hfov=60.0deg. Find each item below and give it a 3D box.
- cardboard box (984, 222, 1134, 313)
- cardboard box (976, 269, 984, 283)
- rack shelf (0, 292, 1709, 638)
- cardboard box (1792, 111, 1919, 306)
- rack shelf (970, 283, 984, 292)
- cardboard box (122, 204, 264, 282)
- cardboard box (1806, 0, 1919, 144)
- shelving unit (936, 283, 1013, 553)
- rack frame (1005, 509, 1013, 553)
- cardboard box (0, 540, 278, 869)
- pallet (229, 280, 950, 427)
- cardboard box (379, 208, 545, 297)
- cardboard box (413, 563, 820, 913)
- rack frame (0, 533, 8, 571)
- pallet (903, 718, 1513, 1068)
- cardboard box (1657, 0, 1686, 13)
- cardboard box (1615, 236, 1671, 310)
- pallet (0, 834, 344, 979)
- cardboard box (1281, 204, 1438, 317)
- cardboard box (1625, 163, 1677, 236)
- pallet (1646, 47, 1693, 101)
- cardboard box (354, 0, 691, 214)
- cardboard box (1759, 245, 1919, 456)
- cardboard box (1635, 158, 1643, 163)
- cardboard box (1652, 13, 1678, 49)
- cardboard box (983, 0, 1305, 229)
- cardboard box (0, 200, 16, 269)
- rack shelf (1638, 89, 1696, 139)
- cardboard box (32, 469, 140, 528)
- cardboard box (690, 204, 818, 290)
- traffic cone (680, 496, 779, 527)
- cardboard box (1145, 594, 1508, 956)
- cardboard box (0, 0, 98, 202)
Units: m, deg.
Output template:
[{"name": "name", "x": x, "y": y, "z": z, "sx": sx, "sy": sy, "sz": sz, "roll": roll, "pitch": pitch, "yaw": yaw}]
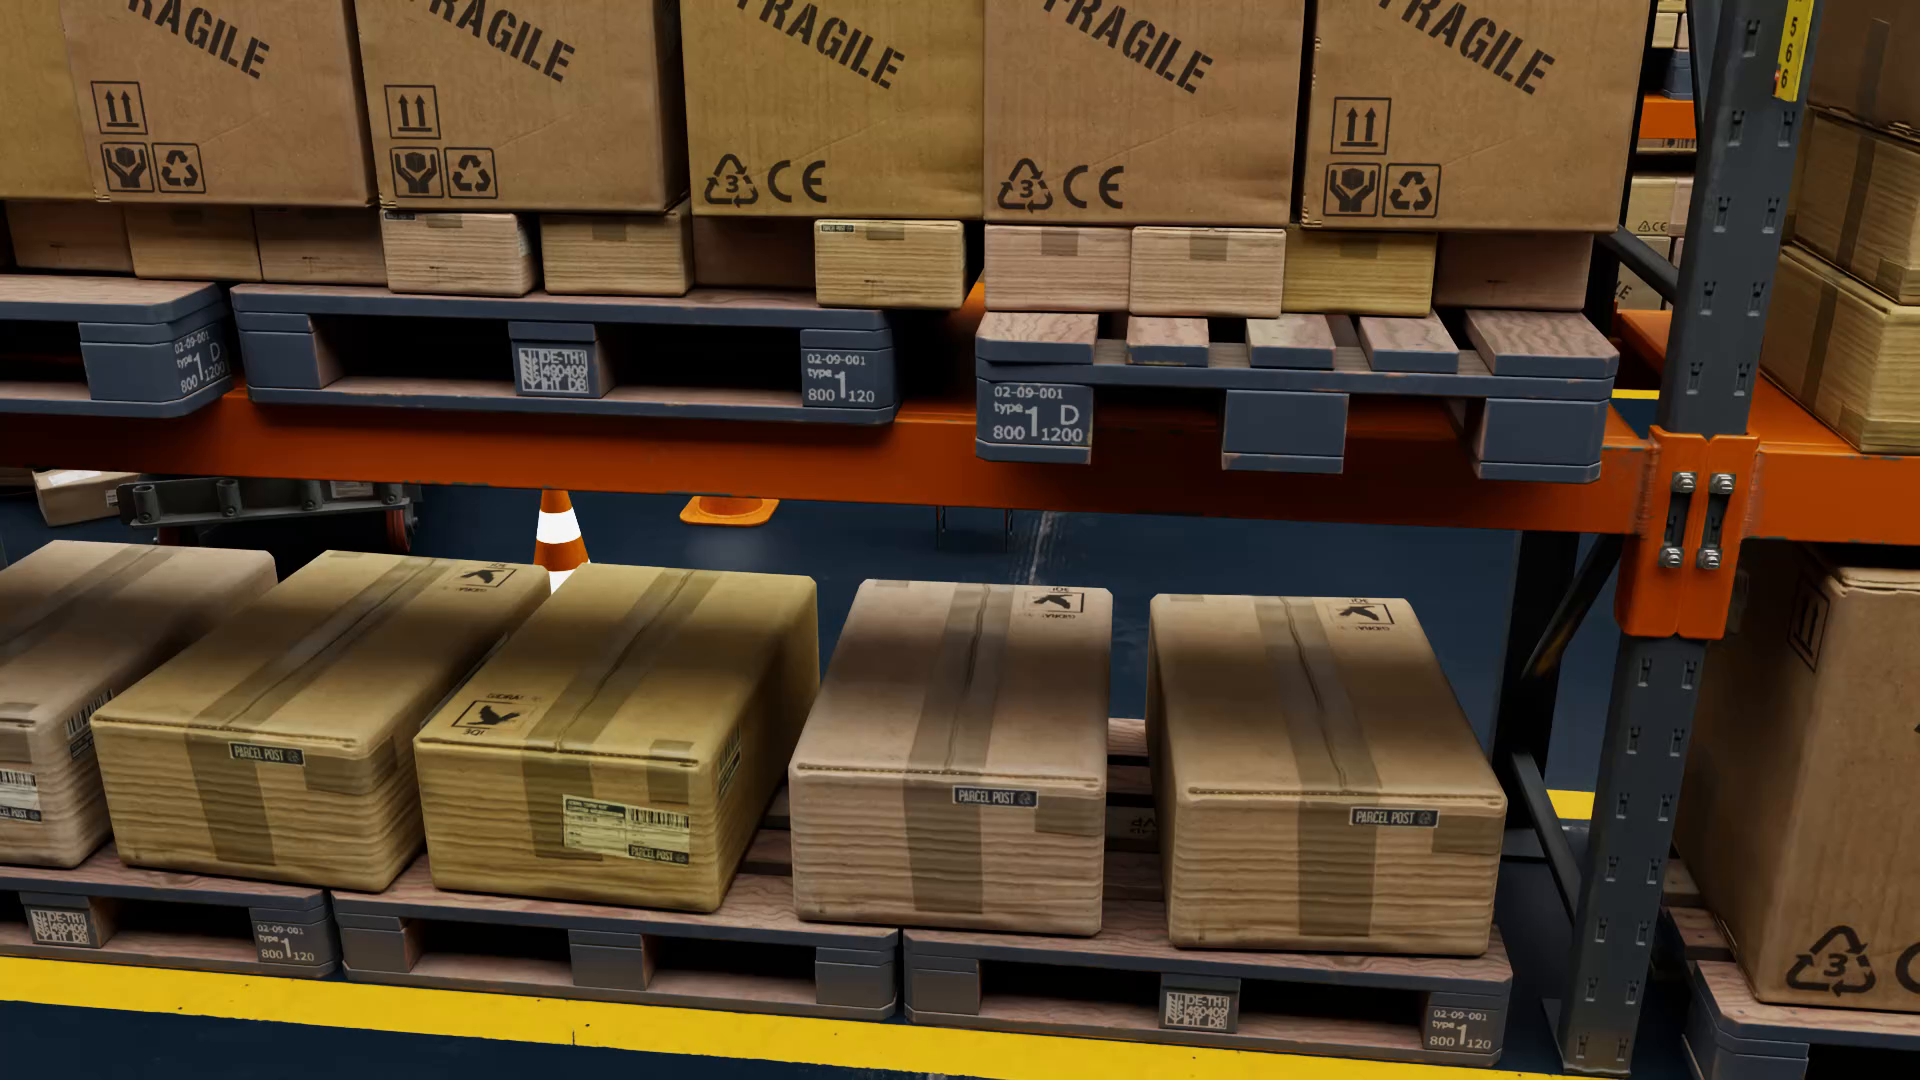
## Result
[{"name": "cardboard box", "x": 0.179, "y": -0.522, "z": 2.951, "sx": 0.250, "sy": 0.149, "sz": 0.380, "roll": 1, "pitch": 22, "yaw": 4}, {"name": "cardboard box", "x": 0.331, "y": -1.578, "z": 8.341, "sx": 0.750, "sy": 0.750, "sz": 1.050, "roll": 3, "pitch": 22, "yaw": 7}, {"name": "rack shelf", "x": -0.675, "y": -0.274, "z": 3.531, "sx": 4.000, "sy": 0.370, "sz": 1.077, "roll": 2, "pitch": 22, "yaw": 6}, {"name": "cardboard box", "x": 1.785, "y": -0.573, "z": 2.832, "sx": 0.500, "sy": 0.250, "sz": 0.500, "roll": 2, "pitch": 22, "yaw": 6}, {"name": "rack shelf", "x": 0.053, "y": -0.740, "z": 5.641, "sx": 0.240, "sy": 0.259, "sz": 0.215, "roll": 2, "pitch": 22, "yaw": 6}, {"name": "cardboard box", "x": -1.362, "y": -0.609, "z": 3.172, "sx": 0.250, "sy": 0.149, "sz": 0.380, "roll": 3, "pitch": 22, "yaw": 7}, {"name": "cardboard box", "x": 1.772, "y": -0.923, "z": 2.698, "sx": 0.500, "sy": 0.500, "sz": 0.500, "roll": 2, "pitch": 22, "yaw": 5}, {"name": "shelving unit", "x": 0.053, "y": -0.486, "z": 5.741, "sx": 0.252, "sy": 1.050, "sz": 0.215, "roll": 2, "pitch": 22, "yaw": 6}, {"name": "rack frame", "x": 0.174, "y": -0.481, "z": 5.728, "sx": 0.008, "sy": 1.050, "sz": 0.200, "roll": 2, "pitch": 22, "yaw": 6}, {"name": "cardboard box", "x": -2.140, "y": 0.354, "z": 3.969, "sx": 0.625, "sy": 0.372, "sz": 0.950, "roll": 3, "pitch": 22, "yaw": 7}, {"name": "pallet", "x": -0.660, "y": -0.503, "z": 3.394, "sx": 1.213, "sy": 0.211, "sz": 1.003, "roll": 2, "pitch": 22, "yaw": 6}, {"name": "cardboard box", "x": -0.858, "y": -0.568, "z": 3.066, "sx": 0.250, "sy": 0.149, "sz": 0.380, "roll": 3, "pitch": 22, "yaw": 8}, {"name": "cardboard box", "x": -0.735, "y": 0.413, "z": 3.819, "sx": 0.625, "sy": 0.372, "sz": 0.950, "roll": 3, "pitch": 22, "yaw": 8}, {"name": "rack frame", "x": -2.661, "y": -0.695, "z": 3.618, "sx": 0.127, "sy": 3.000, "sz": 1.000, "roll": 2, "pitch": 22, "yaw": 6}, {"name": "pallet", "x": 0.535, "y": 0.740, "z": 3.780, "sx": 1.213, "sy": 0.211, "sz": 1.003, "roll": 2, "pitch": 22, "yaw": 6}, {"name": "cardboard box", "x": 3.035, "y": -2.424, "z": 7.357, "sx": 0.250, "sy": 0.149, "sz": 0.380, "roll": 3, "pitch": 22, "yaw": 7}, {"name": "cardboard box", "x": 2.965, "y": -1.222, "z": 7.780, "sx": 0.500, "sy": 0.500, "sz": 0.500, "roll": 3, "pitch": 22, "yaw": 7}, {"name": "pallet", "x": -1.888, "y": 0.635, "z": 4.047, "sx": 1.213, "sy": 0.211, "sz": 1.003, "roll": 2, "pitch": 22, "yaw": 6}, {"name": "cardboard box", "x": 0.683, "y": -0.514, "z": 2.930, "sx": 0.250, "sy": 0.149, "sz": 0.380, "roll": 3, "pitch": 22, "yaw": 7}, {"name": "cardboard box", "x": 2.953, "y": -1.575, "z": 7.653, "sx": 0.500, "sy": 0.250, "sz": 0.500, "roll": 2, "pitch": 22, "yaw": 6}, {"name": "pallet", "x": 3.764, "y": -2.174, "z": 7.619, "sx": 1.213, "sy": 0.211, "sz": 1.003, "roll": 2, "pitch": 22, "yaw": 6}, {"name": "cardboard box", "x": -0.731, "y": -0.884, "z": 2.984, "sx": 0.500, "sy": 0.500, "sz": 0.500, "roll": 2, "pitch": 22, "yaw": 4}, {"name": "cardboard box", "x": 1.767, "y": -0.339, "z": 2.922, "sx": 0.500, "sy": 0.250, "sz": 0.500, "roll": 2, "pitch": 22, "yaw": 5}, {"name": "cardboard box", "x": 3.006, "y": -1.763, "z": 8.129, "sx": 0.500, "sy": 0.250, "sz": 0.500, "roll": 3, "pitch": 22, "yaw": 7}, {"name": "cardboard box", "x": 3.016, "y": -2.285, "z": 7.409, "sx": 0.250, "sy": 0.149, "sz": 0.380, "roll": 3, "pitch": 22, "yaw": 9}, {"name": "cardboard box", "x": 0.312, "y": -0.839, "z": 2.869, "sx": 0.500, "sy": 0.500, "sz": 0.500, "roll": 2, "pitch": 22, "yaw": 5}, {"name": "cardboard box", "x": -1.903, "y": -0.620, "z": 3.199, "sx": 0.250, "sy": 0.149, "sz": 0.380, "roll": 3, "pitch": 22, "yaw": 7}, {"name": "rack shelf", "x": 3.779, "y": -1.912, "z": 7.676, "sx": 4.000, "sy": 0.370, "sz": 1.077, "roll": 2, "pitch": 22, "yaw": 6}, {"name": "cardboard box", "x": -3.218, "y": -0.242, "z": 6.192, "sx": 0.396, "sy": 0.266, "sz": 0.258, "roll": -14, "pitch": 25, "yaw": -31}, {"name": "cardboard box", "x": -0.331, "y": -0.586, "z": 3.112, "sx": 0.250, "sy": 0.149, "sz": 0.380, "roll": 3, "pitch": 22, "yaw": 7}, {"name": "traffic cone", "x": -0.859, "y": -0.325, "z": 6.133, "sx": 0.334, "sy": 0.463, "sz": 0.336, "roll": 2, "pitch": 22, "yaw": 6}, {"name": "cardboard box", "x": 0.751, "y": 0.477, "z": 3.657, "sx": 0.625, "sy": 0.372, "sz": 0.950, "roll": 1, "pitch": 22, "yaw": 3}, {"name": "cardboard box", "x": -1.732, "y": -0.929, "z": 3.097, "sx": 0.500, "sy": 0.500, "sz": 0.500, "roll": 3, "pitch": 22, "yaw": 6}]
